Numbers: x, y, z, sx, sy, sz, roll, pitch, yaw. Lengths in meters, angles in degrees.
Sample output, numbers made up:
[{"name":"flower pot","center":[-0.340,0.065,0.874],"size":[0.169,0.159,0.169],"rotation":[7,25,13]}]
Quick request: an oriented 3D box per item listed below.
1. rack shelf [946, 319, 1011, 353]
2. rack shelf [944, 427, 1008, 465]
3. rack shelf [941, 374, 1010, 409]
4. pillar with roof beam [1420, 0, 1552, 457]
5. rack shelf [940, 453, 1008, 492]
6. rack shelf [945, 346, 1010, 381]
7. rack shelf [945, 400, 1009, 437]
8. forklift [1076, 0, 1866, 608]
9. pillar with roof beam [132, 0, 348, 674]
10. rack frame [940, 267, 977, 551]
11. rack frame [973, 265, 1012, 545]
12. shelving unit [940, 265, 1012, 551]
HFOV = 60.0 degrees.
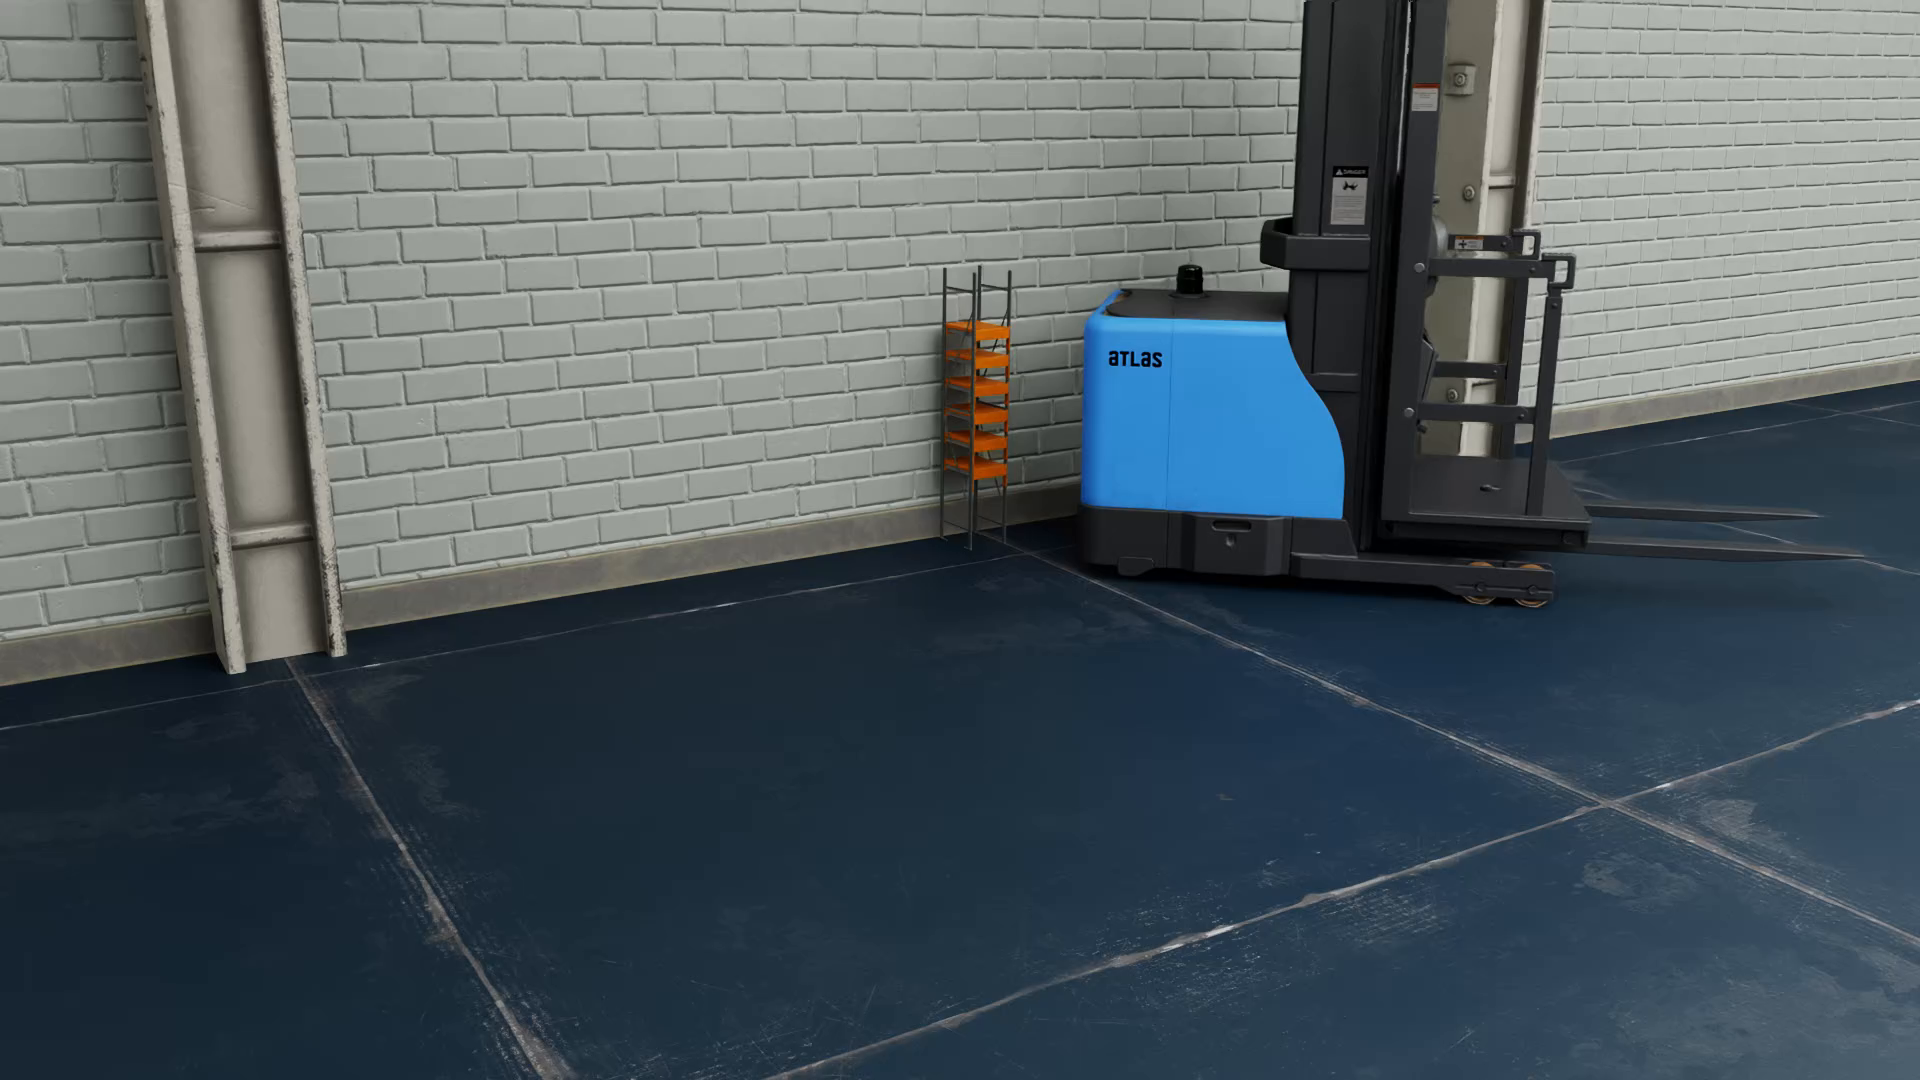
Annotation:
[{"name":"rack shelf","center":[0.069,-0.876,7.137],"size":[0.180,0.103,0.258],"rotation":[-10,19,-34]},{"name":"rack shelf","center":[0.062,-0.414,7.264],"size":[0.180,0.103,0.258],"rotation":[-10,19,-34]},{"name":"rack shelf","center":[0.065,-0.645,7.200],"size":[0.180,0.103,0.258],"rotation":[-10,19,-34]},{"name":"pillar with roof beam","center":[4.921,-3.769,4.183],"size":[0.400,9.000,9.100],"rotation":[-9,18,-30]},{"name":"rack shelf","center":[0.060,-0.298,7.295],"size":[0.180,0.103,0.258],"rotation":[-10,19,-34]},{"name":"rack shelf","center":[0.067,-0.761,7.168],"size":[0.180,0.103,0.258],"rotation":[-10,19,-34]},{"name":"rack shelf","center":[0.064,-0.529,7.232],"size":[0.180,0.103,0.258],"rotation":[-10,19,-34]},{"name":"forklift","center":[2.052,-1.305,6.633],"size":[3.031,2.935,1.130],"rotation":[3,16,11]},{"name":"pillar with roof beam","center":[-0.222,-2.935,1.207],"size":[0.400,9.000,9.100],"rotation":[-9,18,-30]},{"name":"rack frame","center":[-0.011,-0.559,7.169],"size":[0.006,1.200,0.240],"rotation":[-10,19,-34]},{"name":"rack frame","center":[0.139,-0.585,7.271],"size":[0.006,1.200,0.240],"rotation":[-10,19,-34]},{"name":"shelving unit","center":[0.064,-0.572,7.220],"size":[0.189,1.200,0.258],"rotation":[-10,19,-34]}]
